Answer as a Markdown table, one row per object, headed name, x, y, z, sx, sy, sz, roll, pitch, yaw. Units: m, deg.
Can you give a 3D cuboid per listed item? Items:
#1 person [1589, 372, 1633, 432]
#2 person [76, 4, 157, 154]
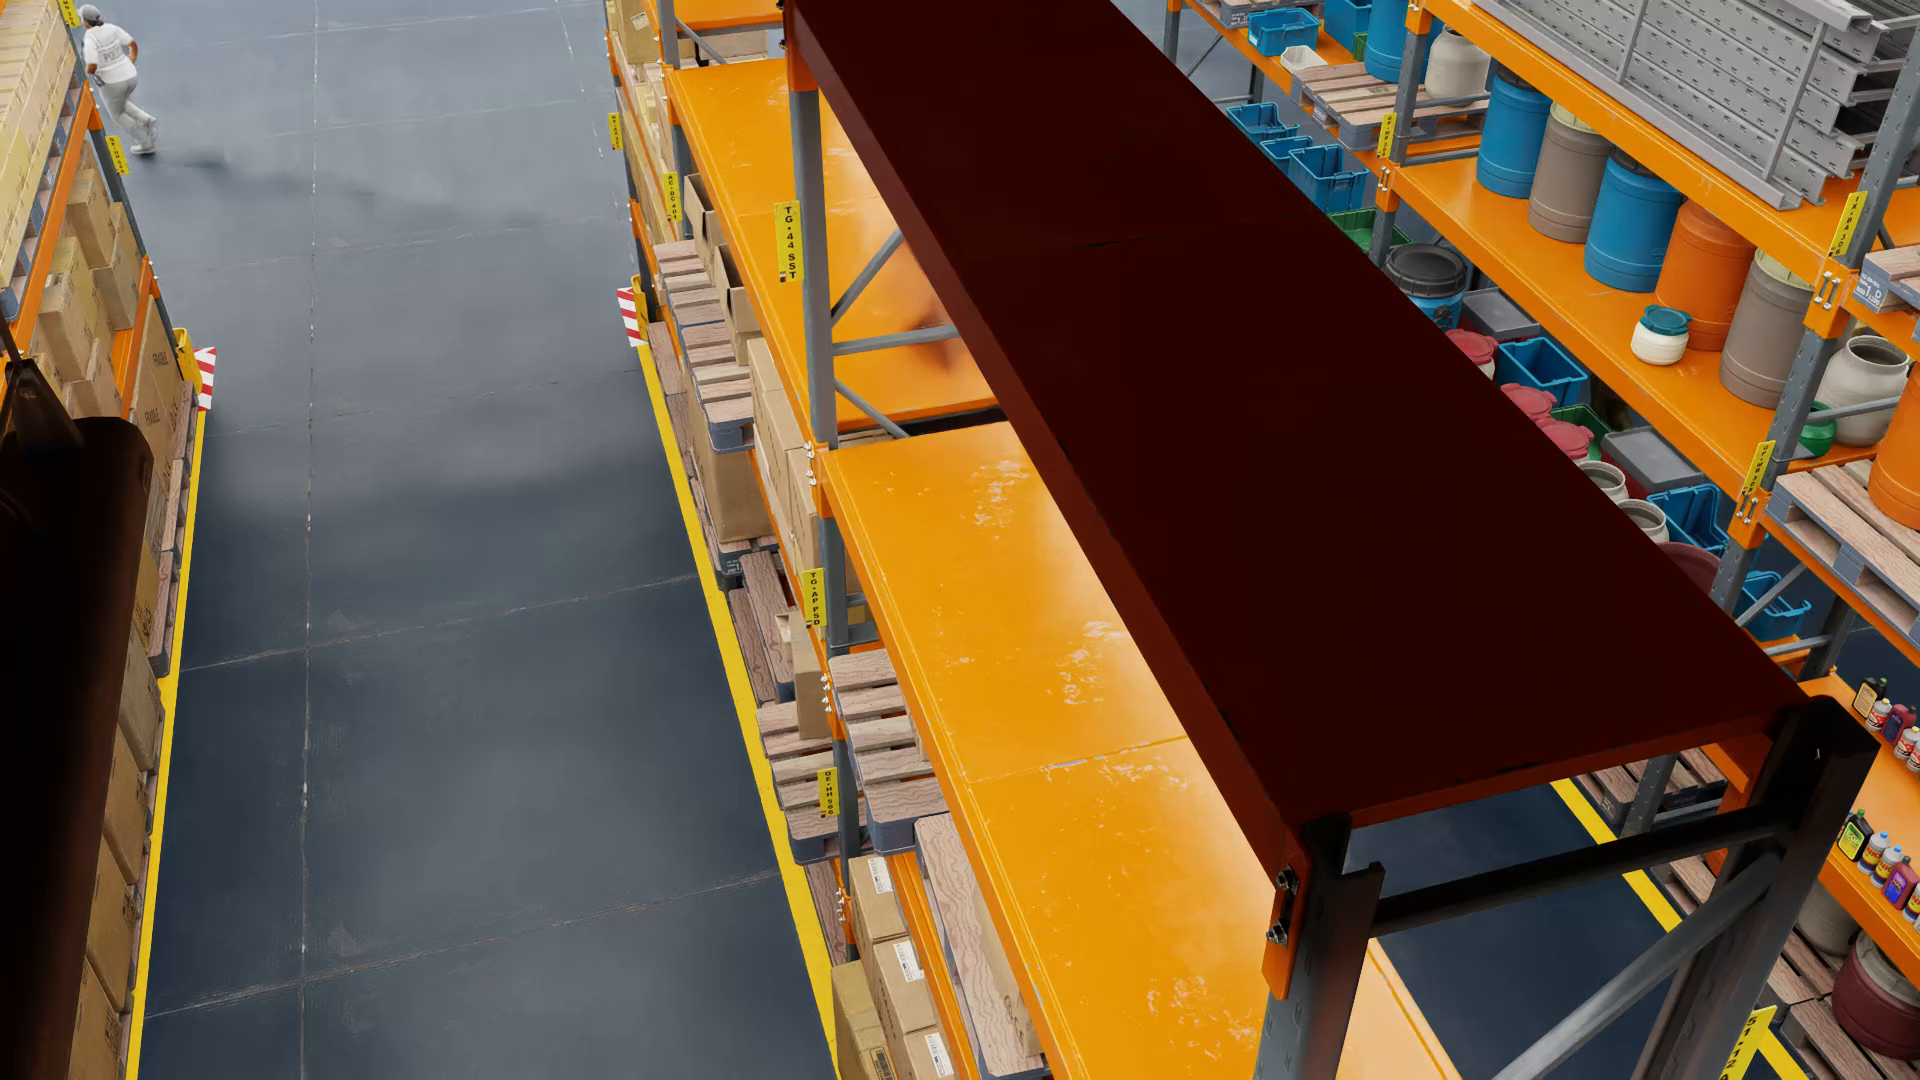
| name | x | y | z | sx | sy | sz | roll | pitch | yaw |
| --- | --- | --- | --- | --- | --- | --- | --- | --- | --- |
| person | 5.248 | -1.371 | 13.160 | 0.613 | 1.815 | 0.909 | -22 | 43 | -25 |
| person | -9.048 | -4.920 | 17.736 | 0.588 | 1.616 | 0.592 | 10 | 40 | 13 |
